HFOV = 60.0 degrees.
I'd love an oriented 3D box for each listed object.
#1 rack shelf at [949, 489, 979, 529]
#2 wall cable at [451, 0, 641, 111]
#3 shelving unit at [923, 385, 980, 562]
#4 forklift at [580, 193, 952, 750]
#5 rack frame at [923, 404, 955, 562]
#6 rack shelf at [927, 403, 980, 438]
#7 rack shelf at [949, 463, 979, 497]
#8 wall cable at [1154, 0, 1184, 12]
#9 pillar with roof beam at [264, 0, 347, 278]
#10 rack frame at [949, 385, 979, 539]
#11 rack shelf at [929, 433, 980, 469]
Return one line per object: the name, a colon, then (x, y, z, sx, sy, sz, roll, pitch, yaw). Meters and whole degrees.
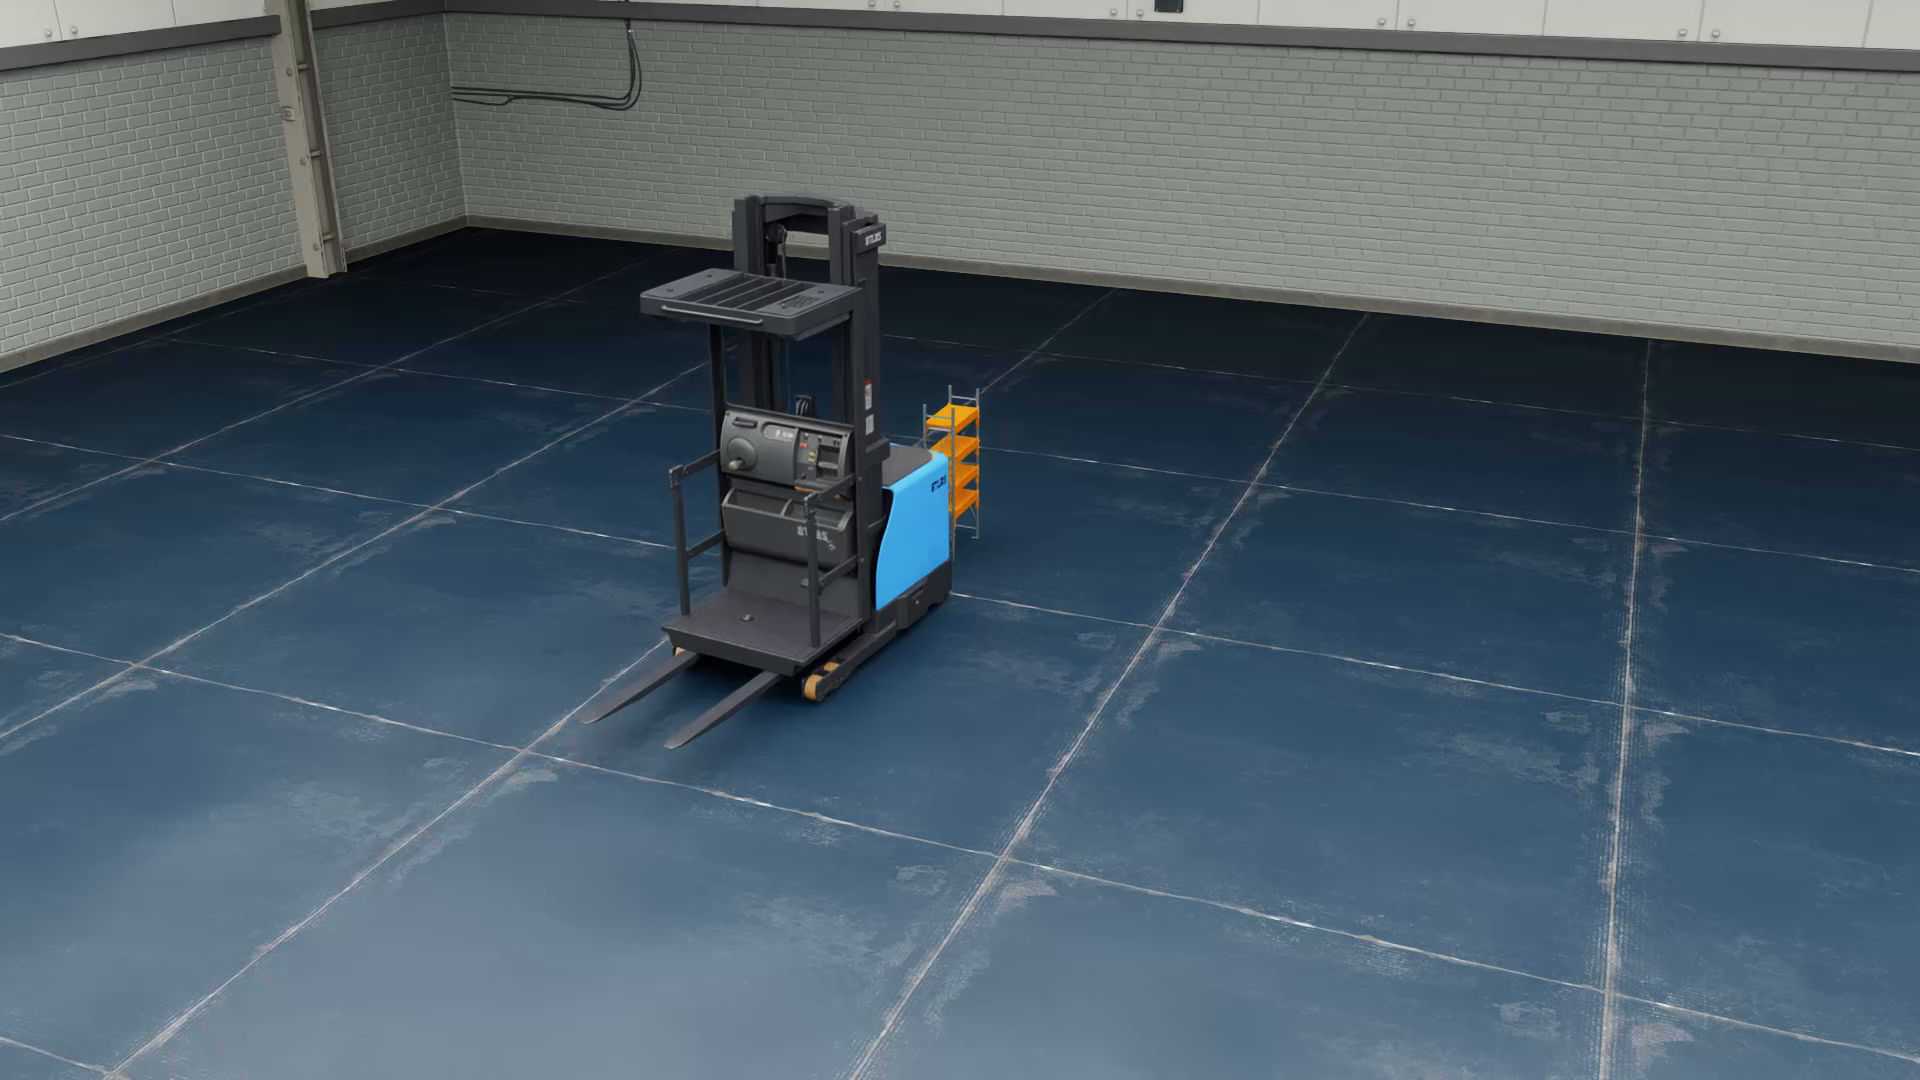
rack shelf: (-0.061, -0.249, 12.479, 0.258, 0.148, 0.480, 9, 24, 20)
wall cable: (-5.551, -6.897, 21.616, 3.097, 2.526, 0.112, 9, 24, 20)
shelving unit: (-0.061, -0.494, 12.377, 0.258, 1.200, 0.503, 9, 24, 20)
forklift: (-1.200, -0.545, 10.252, 1.130, 2.935, 3.031, 12, 25, 26)
rack frame: (-0.152, -0.407, 12.168, 0.240, 1.200, 0.015, 9, 24, 20)
rack shelf: (-0.061, -0.857, 12.225, 0.258, 0.148, 0.480, 9, 24, 20)
rack shelf: (-0.061, -0.432, 12.403, 0.258, 0.148, 0.480, 9, 24, 20)
wall cable: (3.257, -8.534, 17.094, 2.305, 6.003, 0.169, 9, 24, 20)
pillar with roof beam: (-3.876, -6.849, 17.471, 9.100, 9.000, 0.400, 9, 24, 20)
rack frame: (0.029, -0.582, 12.586, 0.240, 1.200, 0.015, 9, 24, 20)
rack shelf: (-0.061, -0.639, 12.317, 0.258, 0.148, 0.480, 9, 24, 20)
